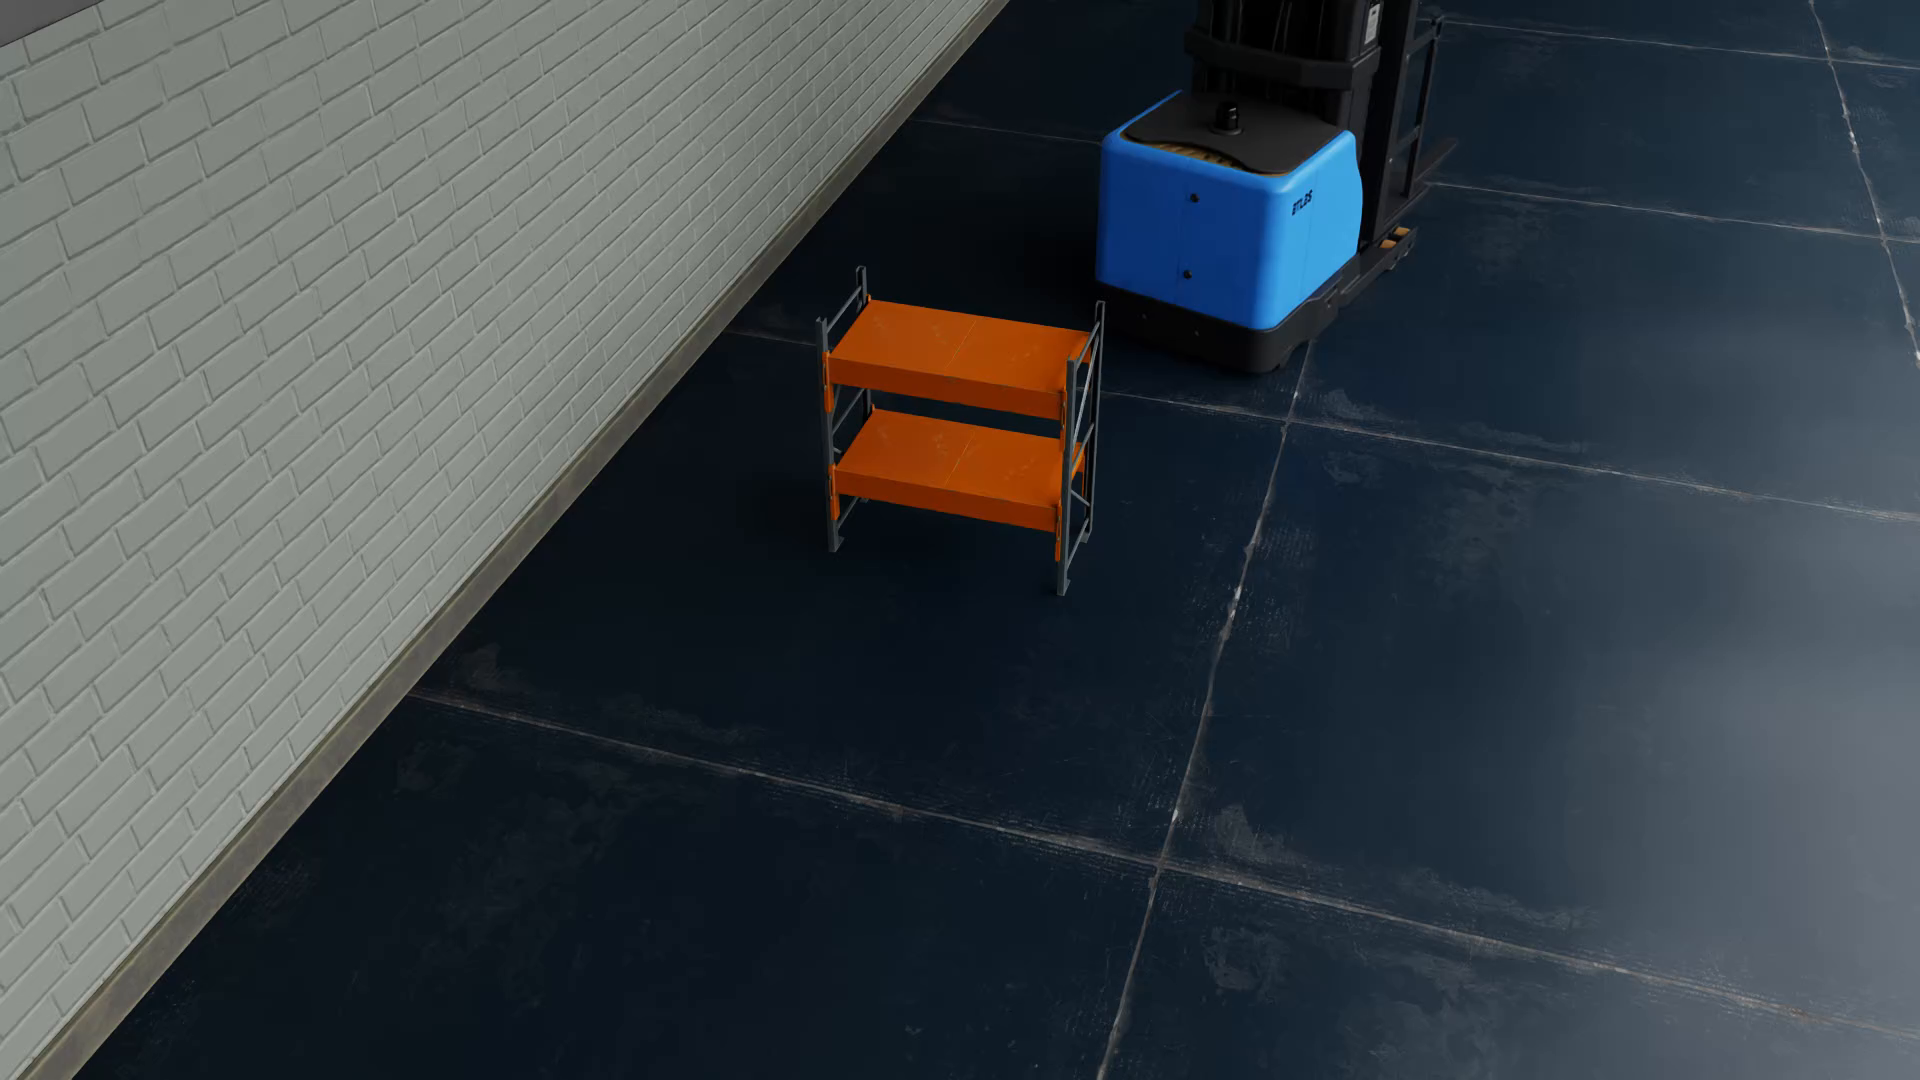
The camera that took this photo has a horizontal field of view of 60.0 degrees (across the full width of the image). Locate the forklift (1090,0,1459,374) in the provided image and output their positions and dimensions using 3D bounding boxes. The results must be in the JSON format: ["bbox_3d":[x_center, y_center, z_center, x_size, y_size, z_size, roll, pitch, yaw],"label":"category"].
[{"bbox_3d":[1.930,-2.838,8.633,1.130,2.935,3.031,22,42,27],"label":"forklift"}]

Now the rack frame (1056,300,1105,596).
[{"bbox_3d":[0.492,-0.362,6.793,0.032,1.125,0.500,10,38,14],"label":"rack frame"}]

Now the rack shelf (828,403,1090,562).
[{"bbox_3d":[0.006,-0.255,7.060,1.000,0.278,0.538,10,38,14],"label":"rack shelf"}]

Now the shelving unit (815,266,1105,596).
[{"bbox_3d":[0.006,-0.452,6.915,1.048,1.125,0.538,10,38,14],"label":"shelving unit"}]

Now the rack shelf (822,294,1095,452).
[{"bbox_3d":[0.006,-0.688,6.741,1.000,0.278,0.538,10,38,14],"label":"rack shelf"}]

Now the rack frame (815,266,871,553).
[{"bbox_3d":[-0.479,-0.542,7.037,0.032,1.125,0.500,10,38,14],"label":"rack frame"}]
